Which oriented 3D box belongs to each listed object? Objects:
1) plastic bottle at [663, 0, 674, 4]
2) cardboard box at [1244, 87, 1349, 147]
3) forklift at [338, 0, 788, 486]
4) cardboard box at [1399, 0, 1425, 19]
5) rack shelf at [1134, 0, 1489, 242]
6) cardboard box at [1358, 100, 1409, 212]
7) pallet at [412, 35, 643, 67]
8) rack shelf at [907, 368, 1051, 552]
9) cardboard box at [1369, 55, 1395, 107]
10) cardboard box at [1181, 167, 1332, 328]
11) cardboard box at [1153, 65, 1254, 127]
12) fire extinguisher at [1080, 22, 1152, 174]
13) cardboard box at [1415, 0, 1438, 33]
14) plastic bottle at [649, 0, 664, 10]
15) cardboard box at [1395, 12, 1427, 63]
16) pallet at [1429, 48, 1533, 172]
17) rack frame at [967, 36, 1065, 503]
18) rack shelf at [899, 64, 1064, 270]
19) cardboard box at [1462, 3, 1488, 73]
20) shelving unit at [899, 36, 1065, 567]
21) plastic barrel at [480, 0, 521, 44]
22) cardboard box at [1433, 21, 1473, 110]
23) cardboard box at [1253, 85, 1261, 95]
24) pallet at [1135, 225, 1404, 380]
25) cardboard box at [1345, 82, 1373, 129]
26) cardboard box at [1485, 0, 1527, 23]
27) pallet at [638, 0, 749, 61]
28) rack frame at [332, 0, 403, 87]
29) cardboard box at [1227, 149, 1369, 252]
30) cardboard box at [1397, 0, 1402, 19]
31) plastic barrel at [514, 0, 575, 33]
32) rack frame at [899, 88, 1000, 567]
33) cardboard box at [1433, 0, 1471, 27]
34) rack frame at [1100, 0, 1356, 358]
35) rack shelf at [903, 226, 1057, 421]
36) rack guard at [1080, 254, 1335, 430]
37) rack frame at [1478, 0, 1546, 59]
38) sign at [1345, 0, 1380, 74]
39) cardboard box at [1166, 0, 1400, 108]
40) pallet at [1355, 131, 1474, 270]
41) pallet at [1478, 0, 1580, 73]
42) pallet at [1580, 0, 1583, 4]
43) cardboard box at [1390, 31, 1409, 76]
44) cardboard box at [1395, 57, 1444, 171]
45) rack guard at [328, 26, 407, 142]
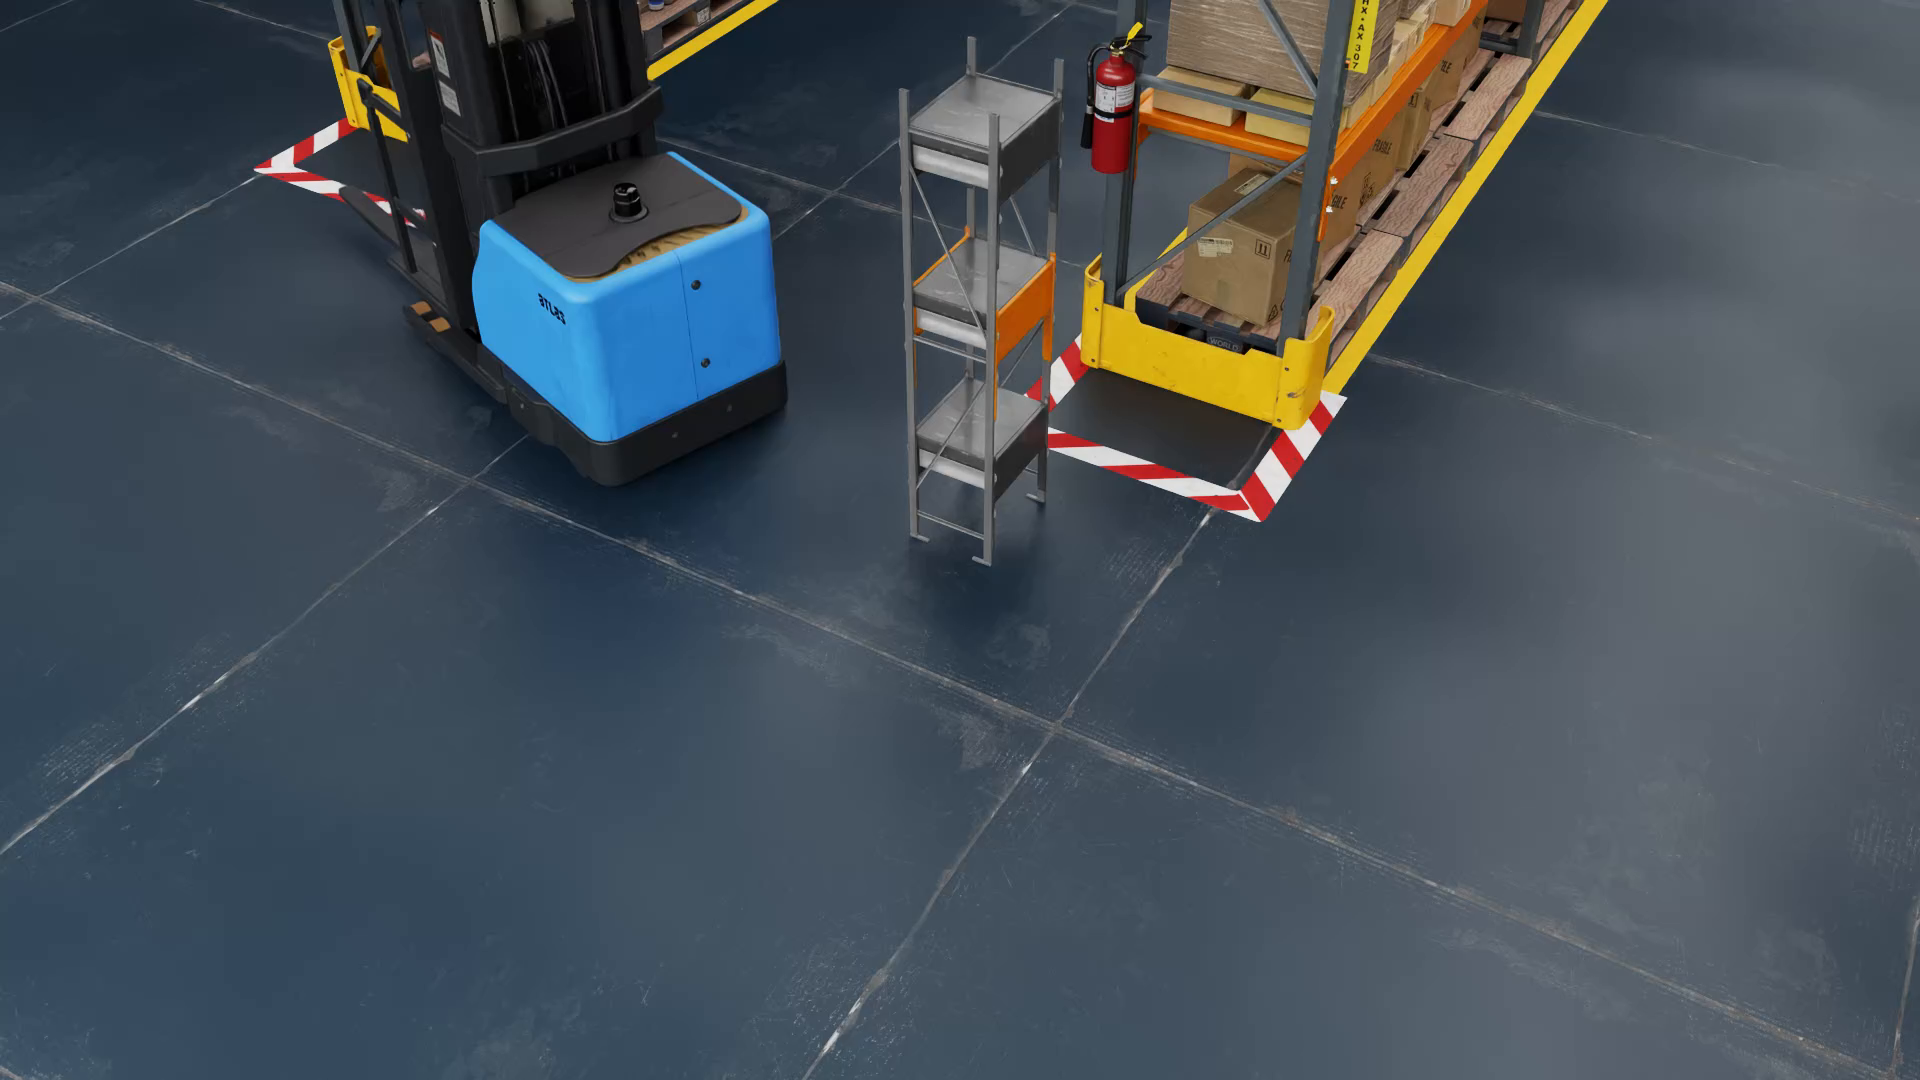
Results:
[{"bbox_3d":[-1.932,-3.621,10.877,0.097,0.201,0.097,0,41,0],"label":"plastic bottle"},{"bbox_3d":[1.477,-1.865,7.288,0.380,0.149,0.250,21,45,22],"label":"cardboard box"},{"bbox_3d":[-2.160,-2.240,7.576,1.130,2.935,3.031,-30,49,-29],"label":"forklift"},{"bbox_3d":[1.861,-2.927,8.003,0.875,0.500,0.500,21,45,22],"label":"cardboard box"},{"bbox_3d":[2.129,-2.749,8.646,1.077,0.370,4.000,21,45,22],"label":"rack shelf"},{"bbox_3d":[2.054,-2.151,8.997,0.500,0.500,0.500,25,47,26],"label":"cardboard box"},{"bbox_3d":[-2.752,-2.988,10.484,1.003,0.211,1.213,21,45,22],"label":"pallet"},{"bbox_3d":[0.083,-0.347,7.135,0.431,0.518,0.480,21,45,22],"label":"rack shelf"},{"bbox_3d":[1.757,-2.139,7.600,0.380,0.149,0.250,21,45,22],"label":"cardboard box"},{"bbox_3d":[1.455,-1.446,8.196,0.500,0.500,0.500,30,49,29],"label":"cardboard box"},{"bbox_3d":[1.092,-2.012,7.455,0.380,0.149,0.250,21,45,22],"label":"cardboard box"},{"bbox_3d":[0.672,-1.932,7.233,0.296,0.674,0.183,21,45,22],"label":"fire extinguisher"},{"bbox_3d":[2.097,-2.582,8.102,0.380,0.149,0.250,21,45,22],"label":"cardboard box"},{"bbox_3d":[-1.983,-3.588,10.786,0.097,0.271,0.097,0,41,0],"label":"plastic bottle"},{"bbox_3d":[1.995,-2.430,7.930,0.380,0.149,0.250,21,45,22],"label":"cardboard box"},{"bbox_3d":[2.824,-2.721,10.180,1.003,0.211,1.213,21,45,22],"label":"pallet"},{"bbox_3d":[0.205,-1.022,6.822,0.400,2.100,0.015,21,45,22],"label":"rack frame"},{"bbox_3d":[0.083,-1.398,6.210,0.431,0.518,0.480,21,45,22],"label":"rack shelf"},{"bbox_3d":[2.895,-3.167,10.151,0.500,0.500,0.500,20,45,21],"label":"cardboard box"},{"bbox_3d":[0.083,-0.883,6.664,0.431,2.100,0.503,21,45,22],"label":"shelving unit"},{"bbox_3d":[-2.897,-3.138,10.109,0.421,0.512,0.421,0,41,0],"label":"plastic barrel"},{"bbox_3d":[2.615,-2.837,9.776,0.500,0.500,0.500,-30,50,-30],"label":"cardboard box"},{"bbox_3d":[1.217,-2.154,7.617,0.380,0.149,0.250,21,45,22],"label":"cardboard box"},{"bbox_3d":[1.603,-1.325,8.595,1.003,0.211,1.213,21,45,22],"label":"pallet"},{"bbox_3d":[1.619,-2.001,7.443,0.380,0.149,0.250,21,45,22],"label":"cardboard box"},{"bbox_3d":[3.455,-3.735,10.780,0.700,0.500,0.500,18,44,19],"label":"cardboard box"},{"bbox_3d":[-2.141,-3.684,11.273,1.003,0.211,1.213,21,45,22],"label":"pallet"},{"bbox_3d":[-3.160,-3.513,8.969,1.000,3.000,0.127,21,45,22],"label":"rack frame"},{"bbox_3d":[1.724,-1.799,8.597,0.500,0.500,0.500,-33,51,-32],"label":"cardboard box"},{"bbox_3d":[1.573,-2.655,7.695,0.875,0.500,0.500,21,45,22],"label":"cardboard box"},{"bbox_3d":[-2.646,-3.425,10.435,0.421,0.512,0.421,0,41,0],"label":"plastic barrel"},{"bbox_3d":[-0.039,-0.743,6.505,0.400,2.100,0.015,21,45,22],"label":"rack frame"},{"bbox_3d":[2.311,-2.691,8.226,0.380,0.149,0.250,21,45,22],"label":"cardboard box"},{"bbox_3d":[1.128,-1.875,7.109,1.000,3.000,0.127,21,45,22],"label":"rack frame"},{"bbox_3d":[0.083,-0.872,6.673,0.431,0.518,0.480,21,45,22],"label":"rack shelf"},{"bbox_3d":[1.166,-0.980,7.985,1.175,0.500,0.348,21,45,22],"label":"rack guard"},{"bbox_3d":[3.129,-4.163,9.708,1.000,3.000,0.127,21,45,22],"label":"rack frame"},{"bbox_3d":[1.598,-2.020,6.619,0.100,0.325,0.005,21,45,22],"label":"sign"},{"bbox_3d":[1.427,-2.329,7.325,0.875,0.500,0.500,21,45,22],"label":"cardboard box"},{"bbox_3d":[2.214,-2.020,9.384,1.003,0.211,1.213,21,45,22],"label":"pallet"},{"bbox_3d":[3.518,-3.563,11.136,1.003,0.211,1.213,21,45,22],"label":"pallet"},{"bbox_3d":[4.127,-4.264,11.932,1.003,0.211,1.213,21,45,22],"label":"pallet"},{"bbox_3d":[1.864,-2.289,7.770,0.380,0.149,0.250,21,45,22],"label":"cardboard box"},{"bbox_3d":[2.372,-2.456,9.343,0.500,0.500,0.500,17,44,18],"label":"cardboard box"},{"bbox_3d":[-3.163,-2.634,9.862,1.175,0.500,0.348,21,45,22],"label":"rack guard"}]
